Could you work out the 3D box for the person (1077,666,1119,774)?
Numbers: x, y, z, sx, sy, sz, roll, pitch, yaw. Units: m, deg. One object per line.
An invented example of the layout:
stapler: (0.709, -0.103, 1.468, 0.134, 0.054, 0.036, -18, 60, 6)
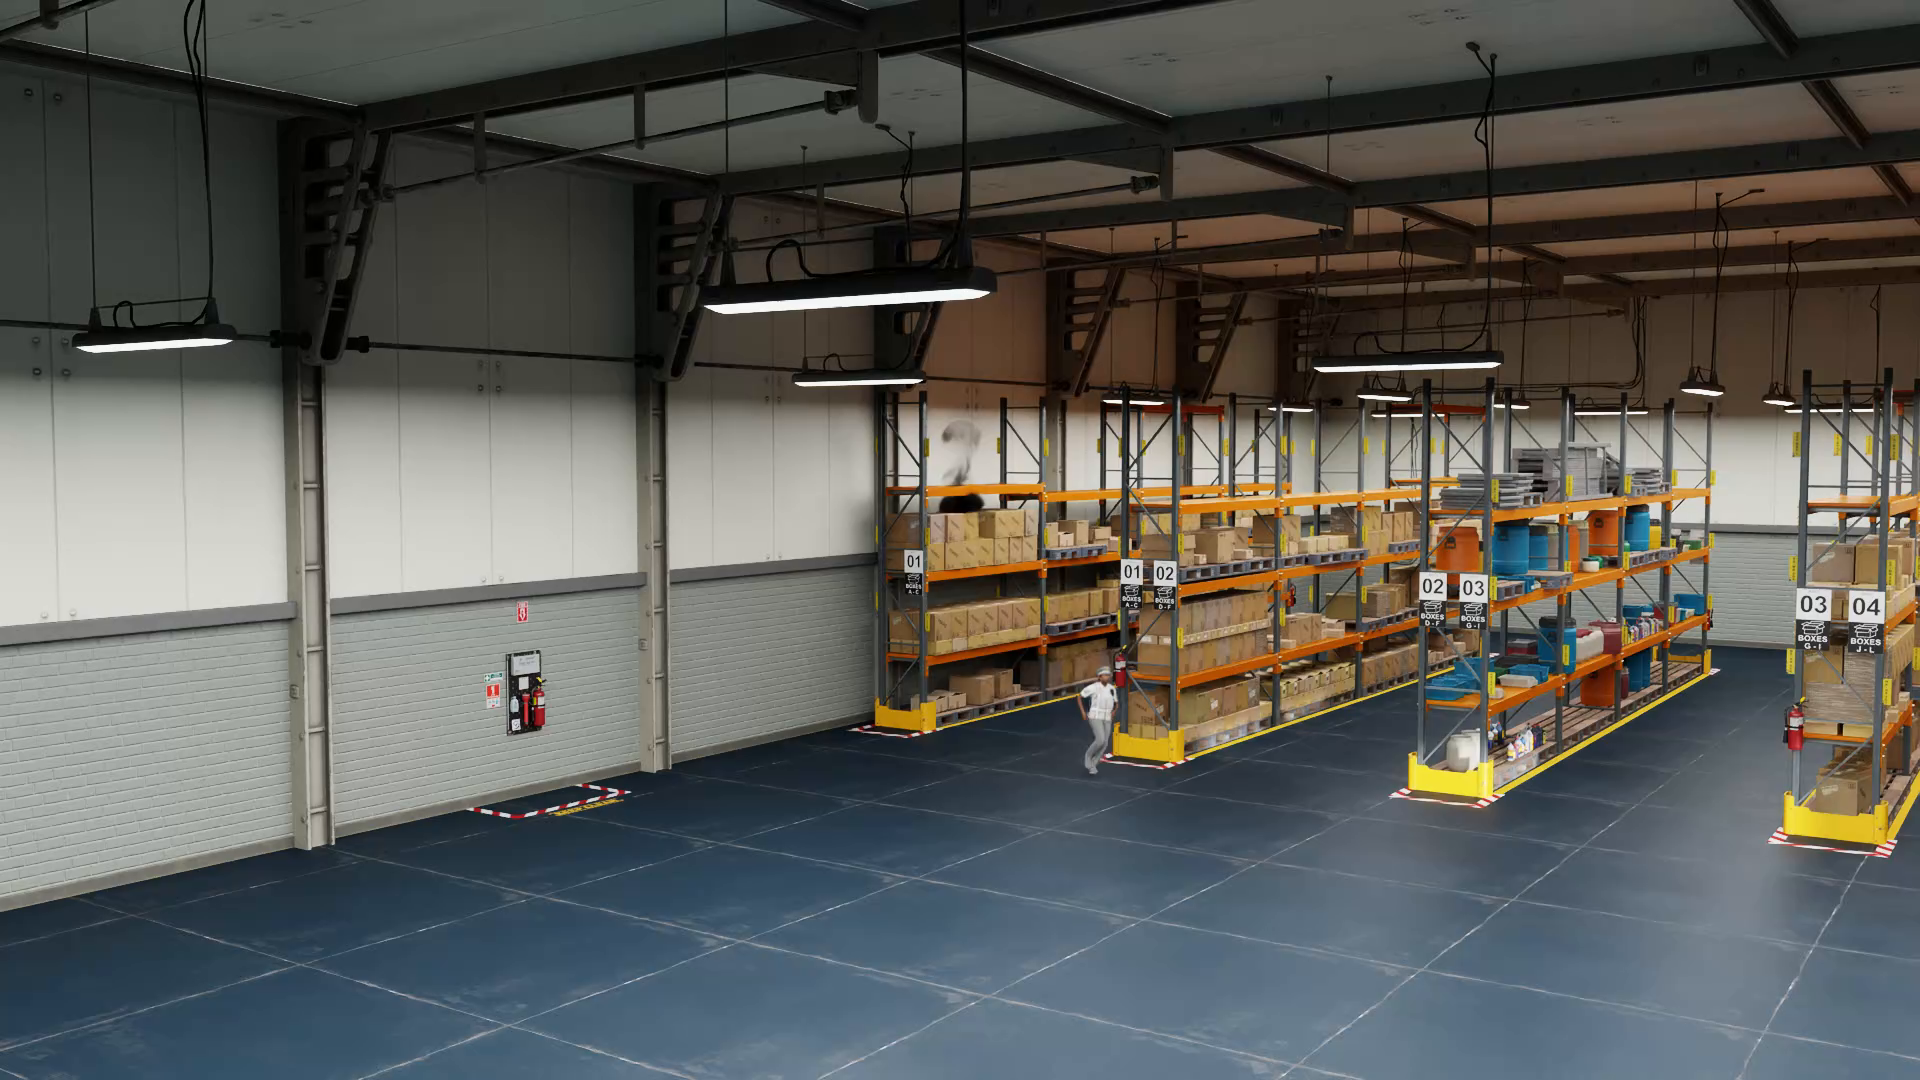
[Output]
person: (2.188, 2.767, 25.565, 0.610, 1.652, 0.541, -2, 4, -28)
